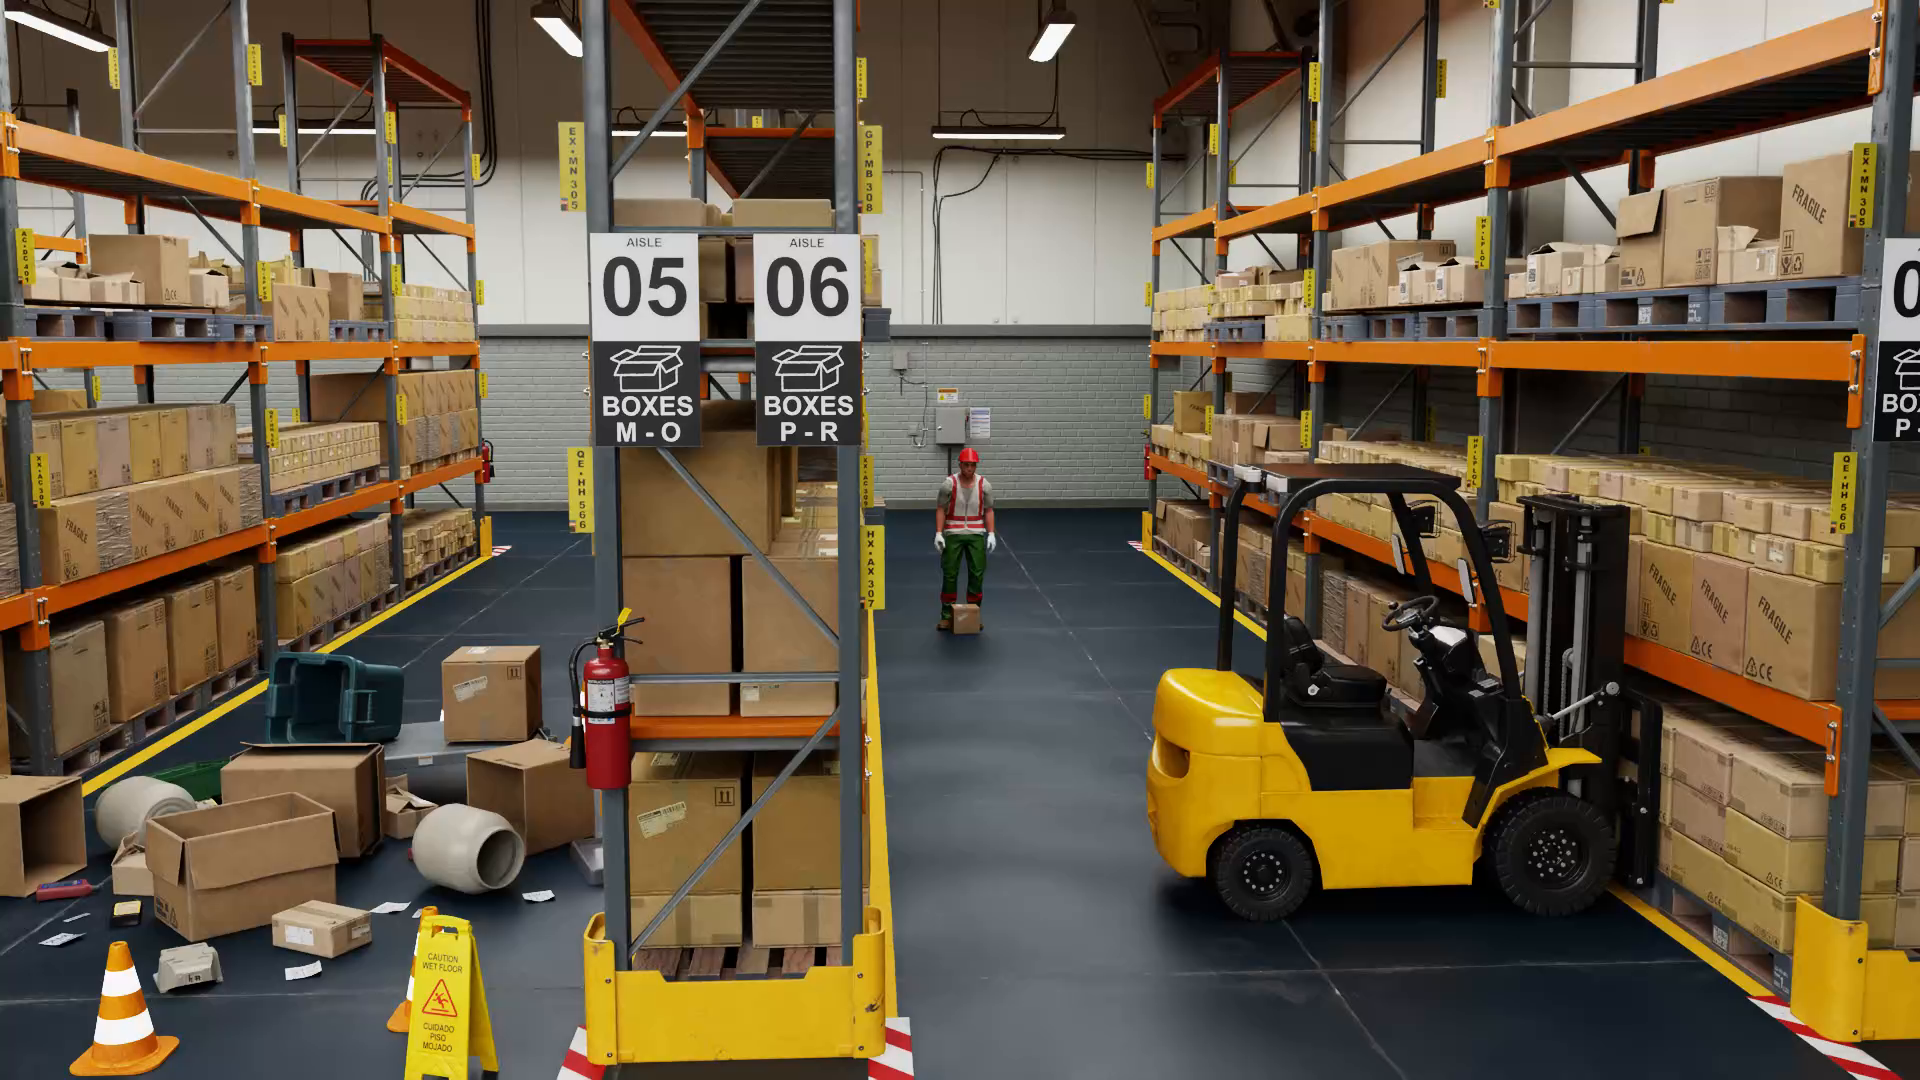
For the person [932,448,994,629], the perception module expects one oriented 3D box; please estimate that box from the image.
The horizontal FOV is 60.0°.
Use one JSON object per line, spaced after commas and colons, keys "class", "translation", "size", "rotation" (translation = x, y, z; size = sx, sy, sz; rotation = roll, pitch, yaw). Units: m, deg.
{"class": "person", "translation": [0.031, -0.017, 16.319], "size": [0.608, 1.779, 0.449], "rotation": [-1, 7, -5]}
